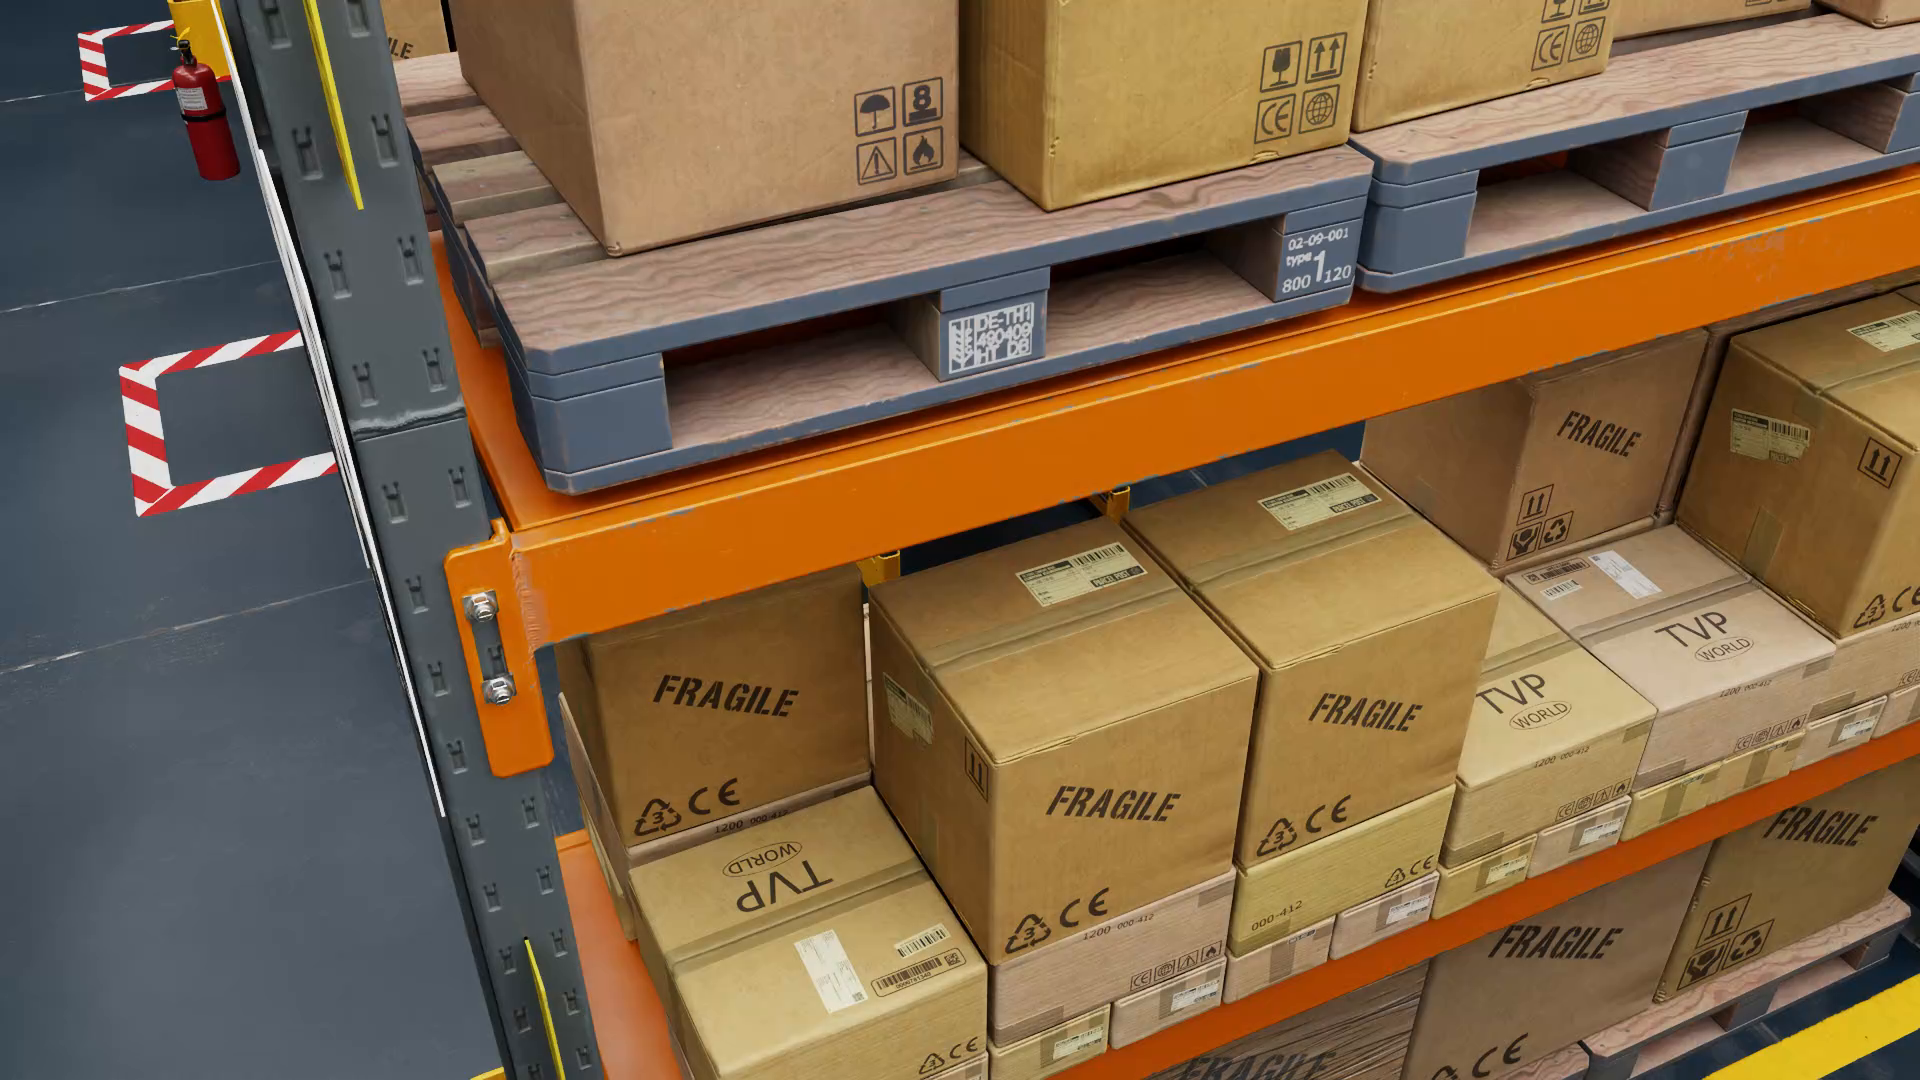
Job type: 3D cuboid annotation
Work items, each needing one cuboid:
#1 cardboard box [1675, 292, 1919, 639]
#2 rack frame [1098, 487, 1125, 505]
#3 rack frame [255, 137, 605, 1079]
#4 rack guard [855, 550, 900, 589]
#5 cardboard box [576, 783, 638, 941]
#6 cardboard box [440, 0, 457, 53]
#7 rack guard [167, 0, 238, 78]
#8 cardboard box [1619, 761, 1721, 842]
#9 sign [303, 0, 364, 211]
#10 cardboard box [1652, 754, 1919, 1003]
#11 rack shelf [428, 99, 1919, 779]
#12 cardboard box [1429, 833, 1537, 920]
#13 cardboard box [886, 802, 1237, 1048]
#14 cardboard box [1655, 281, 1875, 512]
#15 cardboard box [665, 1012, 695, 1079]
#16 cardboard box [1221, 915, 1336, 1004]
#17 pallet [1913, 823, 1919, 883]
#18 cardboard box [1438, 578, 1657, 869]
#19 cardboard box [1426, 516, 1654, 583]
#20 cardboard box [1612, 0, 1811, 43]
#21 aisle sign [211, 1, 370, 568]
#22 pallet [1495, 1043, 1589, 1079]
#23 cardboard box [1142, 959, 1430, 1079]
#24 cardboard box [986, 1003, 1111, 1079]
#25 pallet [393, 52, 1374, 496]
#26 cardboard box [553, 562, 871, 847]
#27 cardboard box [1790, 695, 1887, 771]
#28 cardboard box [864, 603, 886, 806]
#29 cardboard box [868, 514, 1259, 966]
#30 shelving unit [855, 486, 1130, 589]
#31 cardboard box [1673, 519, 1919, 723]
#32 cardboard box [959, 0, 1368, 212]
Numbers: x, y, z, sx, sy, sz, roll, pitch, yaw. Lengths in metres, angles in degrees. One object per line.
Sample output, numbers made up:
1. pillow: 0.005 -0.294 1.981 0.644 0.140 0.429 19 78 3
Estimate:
1. cardboard box: 2.030 -0.178 3.719 0.500 0.500 0.500 -15 39 -19
2. rack frame: 0.537 -0.753 6.506 0.032 1.500 0.500 -16 39 -20
3. rack frame: -0.834 0.810 3.140 0.127 3.000 1.000 -16 39 -20
4. rack guard: -0.382 0.006 6.532 0.087 0.250 0.587 -16 39 -20
5. cardboard box: -0.651 0.643 3.576 0.250 0.149 0.380 -15 39 -19
6. cardboard box: -1.852 -2.164 6.816 0.500 0.500 0.500 -16 39 -20
7. rack guard: -5.066 -3.524 11.082 0.348 0.500 1.175 -16 39 -20
8. cardboard box: 1.487 0.478 3.799 0.250 0.149 0.380 -16 40 -21
9. sign: -0.603 -0.477 1.557 0.005 0.325 0.100 -16 39 -20
10. cardboard box: 2.156 0.606 4.846 0.875 0.875 0.875 -16 39 -20
11. rack shelf: 0.977 -0.612 3.143 4.000 0.370 1.077 -16 39 -20
12. cardboard box: 1.020 0.609 3.622 0.250 0.149 0.380 -17 40 -21
13. cardboard box: 0.183 0.640 3.246 0.500 0.250 0.500 -16 39 -20
14. cardboard box: 1.796 -0.459 4.098 0.500 0.500 0.500 -16 39 -20
15. cardboard box: -0.372 0.999 3.096 0.250 0.149 0.380 -15 39 -19
16. cardboard box: 0.557 0.738 3.448 0.250 0.149 0.380 -16 40 -21
17. pallet: 3.454 0.681 5.654 1.213 0.211 1.003 -16 39 -20
18. cardboard box: 1.110 0.379 3.597 0.500 0.250 0.500 -16 40 -21
19. cardboard box: 1.332 -0.027 4.144 0.500 0.250 0.500 -15 39 -19
20. cardboard box: 1.082 -1.236 2.861 0.500 0.500 0.700 -14 39 -18
21. aisle sign: -1.026 -0.378 2.559 0.004 0.787 0.394 -16 39 -20
22. pallet: 0.960 1.379 4.714 1.213 0.211 1.003 -16 39 -20
23. cardboard box: 0.536 1.059 4.235 0.875 0.875 0.875 -16 39 -20
24. cardboard box: 0.091 0.868 3.272 0.250 0.149 0.380 -17 40 -21
25. pallet: -0.166 -0.553 2.534 1.213 0.211 1.003 -16 39 -20
26. cardboard box: -0.504 0.184 3.230 0.500 0.500 0.500 -15 39 -19
27. cardboard box: 1.952 0.347 3.975 0.250 0.149 0.380 -15 39 -19
28. cardboard box: -0.048 0.357 3.627 0.500 0.250 0.500 -16 40 -21
29. cardboard box: 0.168 0.347 3.011 0.500 0.500 0.500 -17 40 -21
30. shelving unit: 0.069 -0.622 6.329 1.083 1.500 0.587 -16 39 -20
31. cardboard box: 2.032 0.124 3.941 0.500 0.250 0.500 -14 39 -19
32. cardboard box: 0.175 -0.882 2.383 0.500 0.500 0.700 -17 40 -22
